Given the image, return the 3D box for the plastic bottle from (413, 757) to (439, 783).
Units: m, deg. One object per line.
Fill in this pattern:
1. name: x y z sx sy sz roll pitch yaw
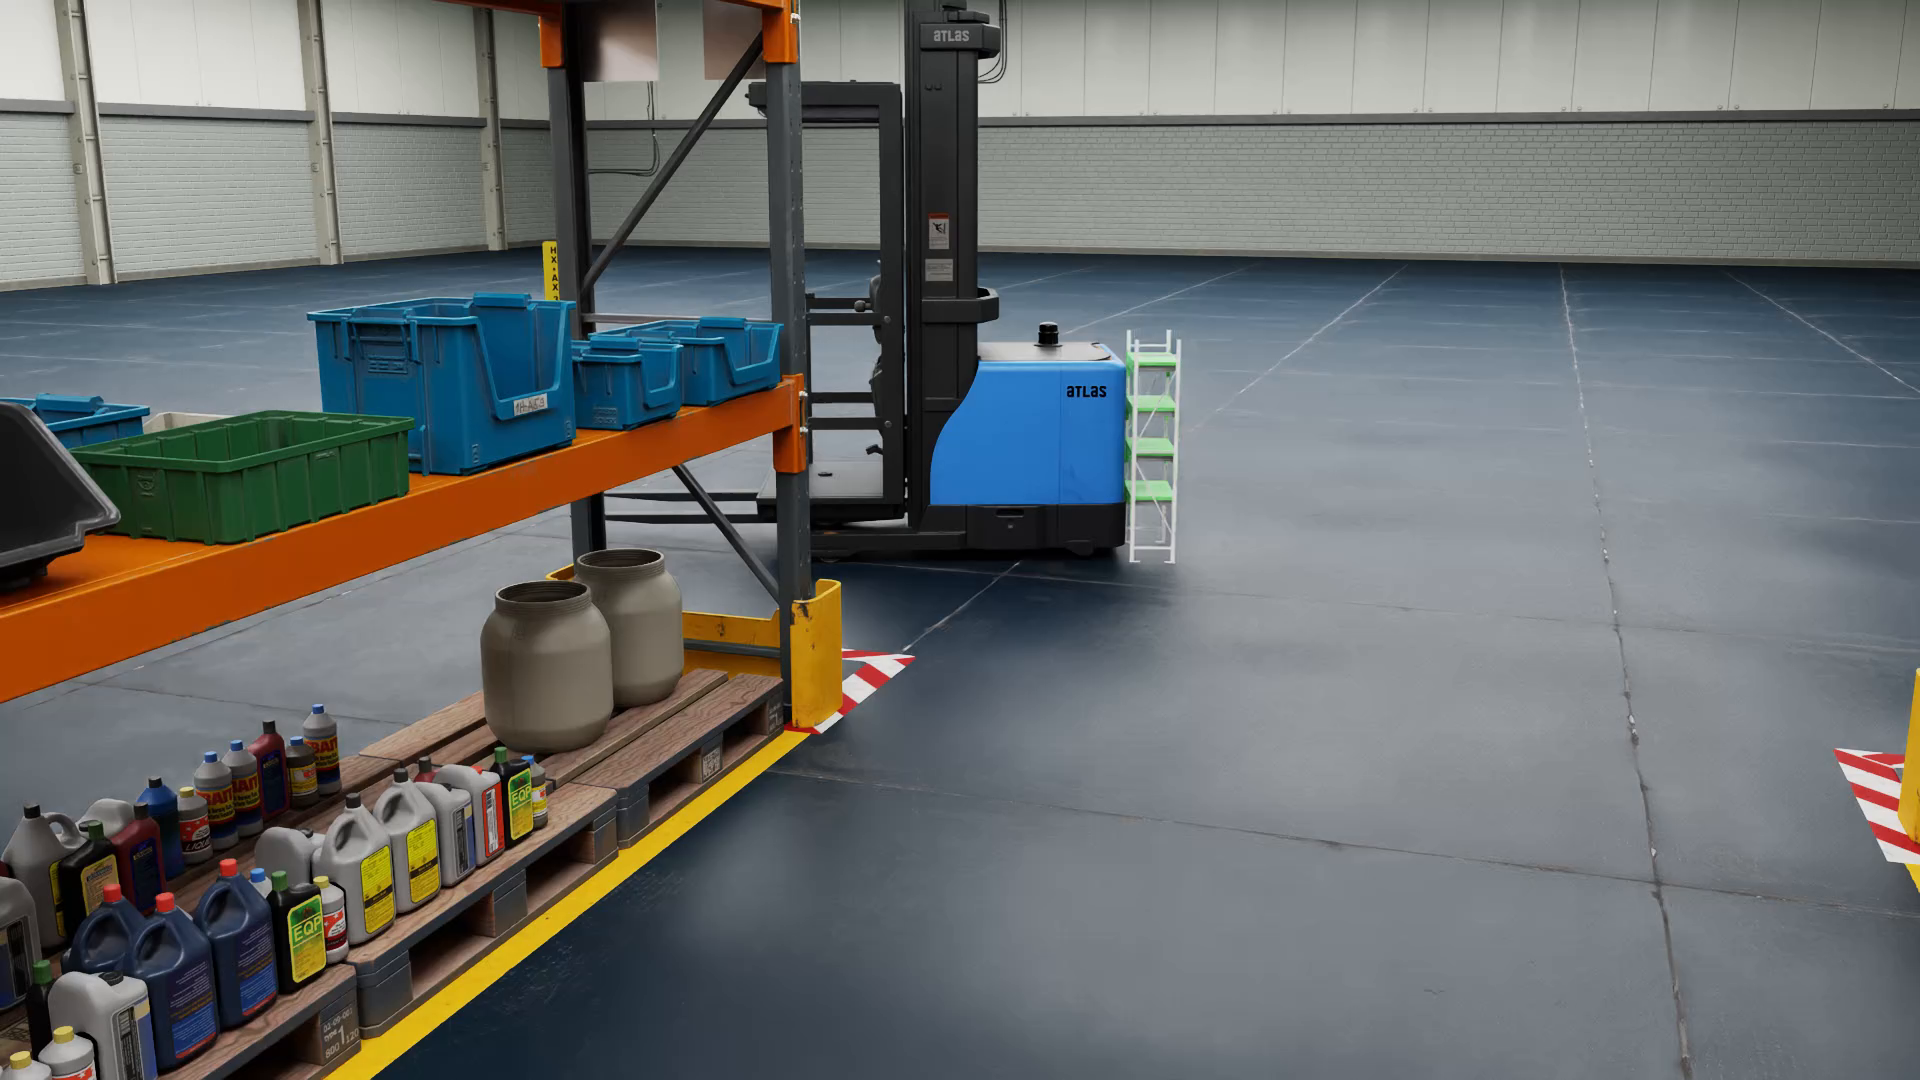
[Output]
1. plastic bottle: -1.464 0.733 4.650 0.061 0.283 0.133 4 14 18

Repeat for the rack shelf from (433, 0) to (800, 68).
1. rack shelf: -1.724 -1.529 4.321 1.077 0.370 4.000 4 14 18

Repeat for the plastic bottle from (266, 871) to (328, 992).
1. plastic bottle: -1.563 0.902 3.910 0.061 0.283 0.133 5 14 21

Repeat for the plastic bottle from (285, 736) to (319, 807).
1. plastic bottle: -1.992 0.693 5.013 0.097 0.201 0.097 0 13 0

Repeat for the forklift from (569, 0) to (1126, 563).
1. forklift: -0.625 -1.426 9.147 3.031 2.935 1.130 0 13 -1

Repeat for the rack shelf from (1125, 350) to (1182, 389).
1. rack shelf: 1.037 -0.921 8.957 0.258 0.148 0.480 0 13 1

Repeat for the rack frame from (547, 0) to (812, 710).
1. rack frame: -1.077 -0.838 6.420 1.000 3.000 0.127 4 14 18

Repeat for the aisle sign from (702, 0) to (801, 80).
1. aisle sign: -0.772 -2.099 6.103 0.394 0.787 0.004 4 14 18

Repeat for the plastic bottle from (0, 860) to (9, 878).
1. plastic bottle: -2.360 0.880 4.009 0.061 0.283 0.133 5 14 22

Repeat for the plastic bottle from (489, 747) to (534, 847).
1. plastic bottle: -1.277 0.716 4.727 0.061 0.283 0.133 5 14 20

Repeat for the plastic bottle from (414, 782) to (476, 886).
1. plastic bottle: -1.408 0.774 4.490 0.152 0.276 0.135 4 13 17

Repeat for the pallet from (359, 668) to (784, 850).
1. pallet: -1.325 0.711 5.897 1.003 0.211 1.213 4 14 18

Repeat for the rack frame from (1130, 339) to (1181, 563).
1. rack frame: 1.033 -0.461 8.812 0.240 1.200 0.015 0 13 1

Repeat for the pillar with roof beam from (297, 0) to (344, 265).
1. pillar with roof beam: -9.077 -9.851 32.427 9.100 9.000 0.400 4 14 18

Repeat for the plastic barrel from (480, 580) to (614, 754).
1. plastic barrel: -1.379 0.419 5.556 0.421 0.512 0.421 0 13 0

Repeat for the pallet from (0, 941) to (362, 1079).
1. pallet: -2.114 1.225 3.647 1.003 0.211 1.213 4 14 18

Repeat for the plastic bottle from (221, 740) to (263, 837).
1. plastic bottle: -2.069 0.709 4.784 0.097 0.271 0.097 0 13 0

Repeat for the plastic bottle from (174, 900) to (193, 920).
1. plastic bottle: -1.784 0.940 3.770 0.097 0.271 0.097 0 13 0

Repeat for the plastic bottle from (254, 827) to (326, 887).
1. plastic bottle: -1.667 0.843 4.188 0.152 0.276 0.135 4 14 18

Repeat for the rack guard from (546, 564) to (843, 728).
1. rack guard: -1.057 0.400 6.613 1.175 0.500 0.348 4 14 18

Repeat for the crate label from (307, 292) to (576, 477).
1. crate label: -1.416 -0.449 4.633 0.502 0.435 0.616 4 14 18

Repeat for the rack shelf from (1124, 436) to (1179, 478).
1. rack shelf: 1.037 -0.453 9.064 0.258 0.148 0.480 0 13 1

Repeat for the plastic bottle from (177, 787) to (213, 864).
1. plastic bottle: -2.133 0.785 4.608 0.097 0.201 0.097 0 13 0

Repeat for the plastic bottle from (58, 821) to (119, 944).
1. plastic bottle: -2.163 0.851 4.135 0.061 0.283 0.133 4 14 18

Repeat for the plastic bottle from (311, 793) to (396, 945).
1. plastic bottle: -1.518 0.812 4.156 0.144 0.351 0.185 4 14 18

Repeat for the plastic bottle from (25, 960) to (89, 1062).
1. plastic bottle: -1.875 1.001 3.479 0.061 0.283 0.133 4 14 18

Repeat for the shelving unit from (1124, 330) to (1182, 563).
1. shelving unit: 1.037 -0.515 9.050 0.258 1.200 0.503 0 13 1

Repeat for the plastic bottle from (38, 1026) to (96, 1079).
1. plastic bottle: -1.787 1.075 3.336 0.097 0.201 0.097 0 13 0

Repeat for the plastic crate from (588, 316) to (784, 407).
1. plastic crate: -0.955 -0.639 5.880 0.499 0.251 0.616 4 14 18

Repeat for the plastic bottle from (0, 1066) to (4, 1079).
1. plastic bottle: -1.853 1.084 3.140 0.097 0.271 0.097 0 13 0

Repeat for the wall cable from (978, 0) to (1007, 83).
1. wall cable: -0.027 -12.921 38.232 2.305 6.003 0.169 4 14 18

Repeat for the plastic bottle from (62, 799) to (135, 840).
1. plastic bottle: -2.212 0.819 4.293 0.152 0.276 0.135 5 14 19

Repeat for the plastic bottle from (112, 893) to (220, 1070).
1. plastic bottle: -1.717 0.941 3.589 0.144 0.351 0.185 5 14 20

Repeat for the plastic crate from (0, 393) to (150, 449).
1. plastic crate: -2.270 -0.176 3.853 0.499 0.251 0.616 4 14 18
